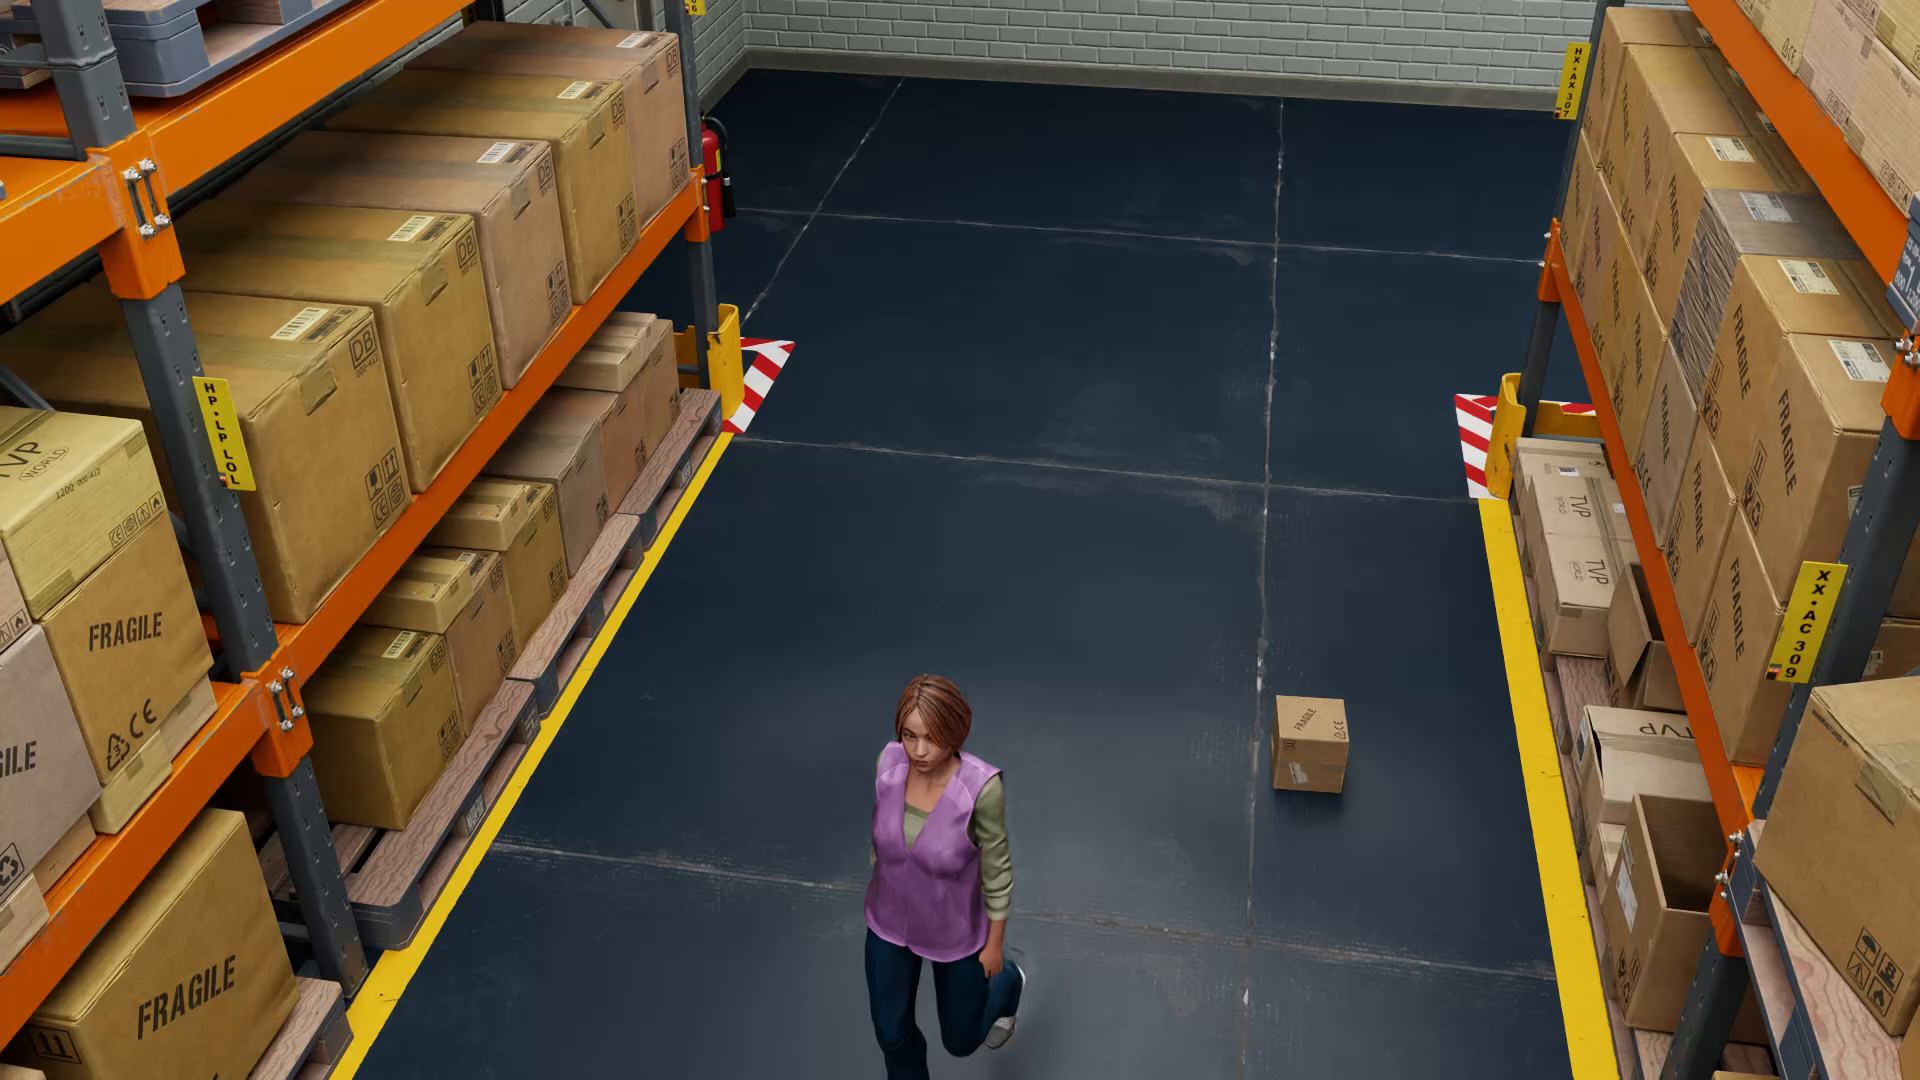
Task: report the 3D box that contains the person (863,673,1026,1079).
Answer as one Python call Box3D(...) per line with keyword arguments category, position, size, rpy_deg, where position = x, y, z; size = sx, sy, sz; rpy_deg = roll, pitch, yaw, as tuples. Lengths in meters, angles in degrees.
Box3D(category="person", position=(-0.049, 1.017, 4.546), size=(0.429, 1.569, 0.678), rpy_deg=(13, 35, 20))
